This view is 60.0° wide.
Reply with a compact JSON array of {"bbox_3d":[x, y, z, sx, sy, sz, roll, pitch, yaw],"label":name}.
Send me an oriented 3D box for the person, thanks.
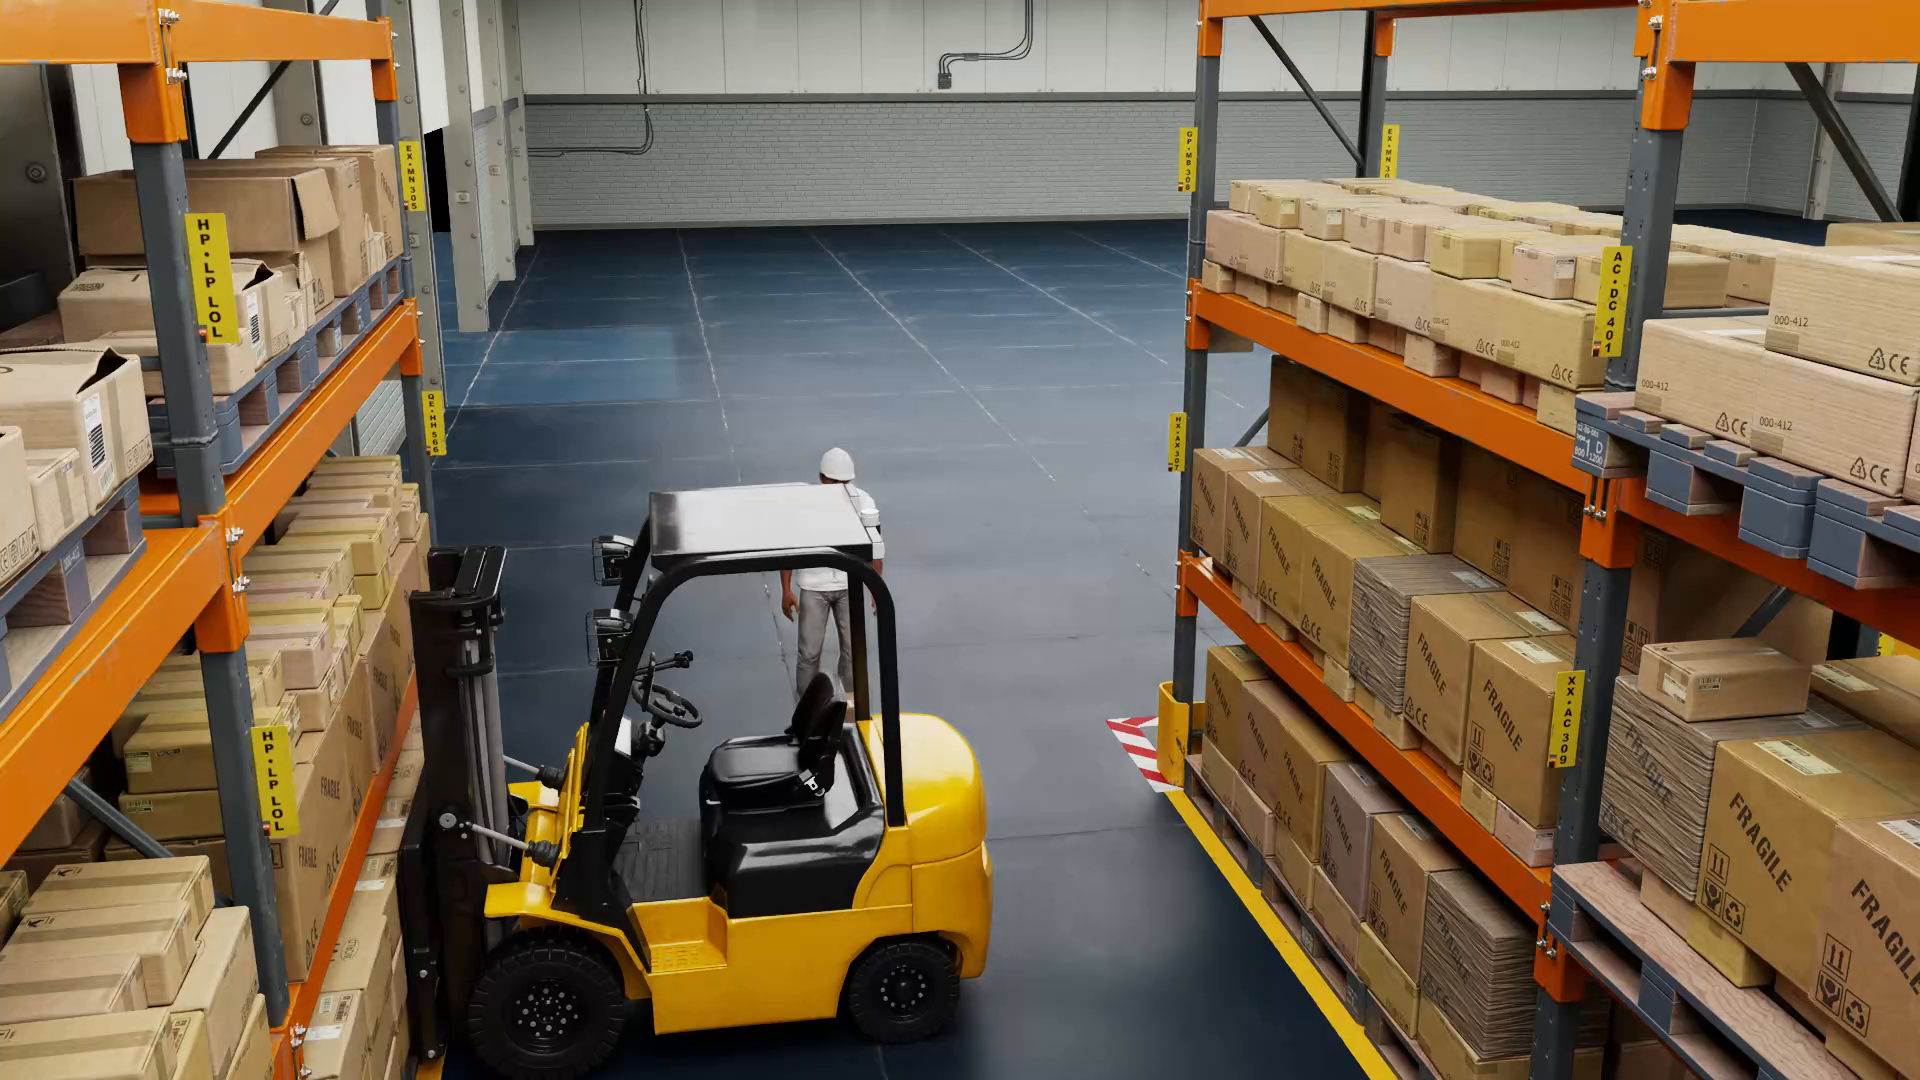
[{"bbox_3d":[-0.762,0.298,9.983,0.633,1.759,0.462,-4,17,-14],"label":"person"}]
